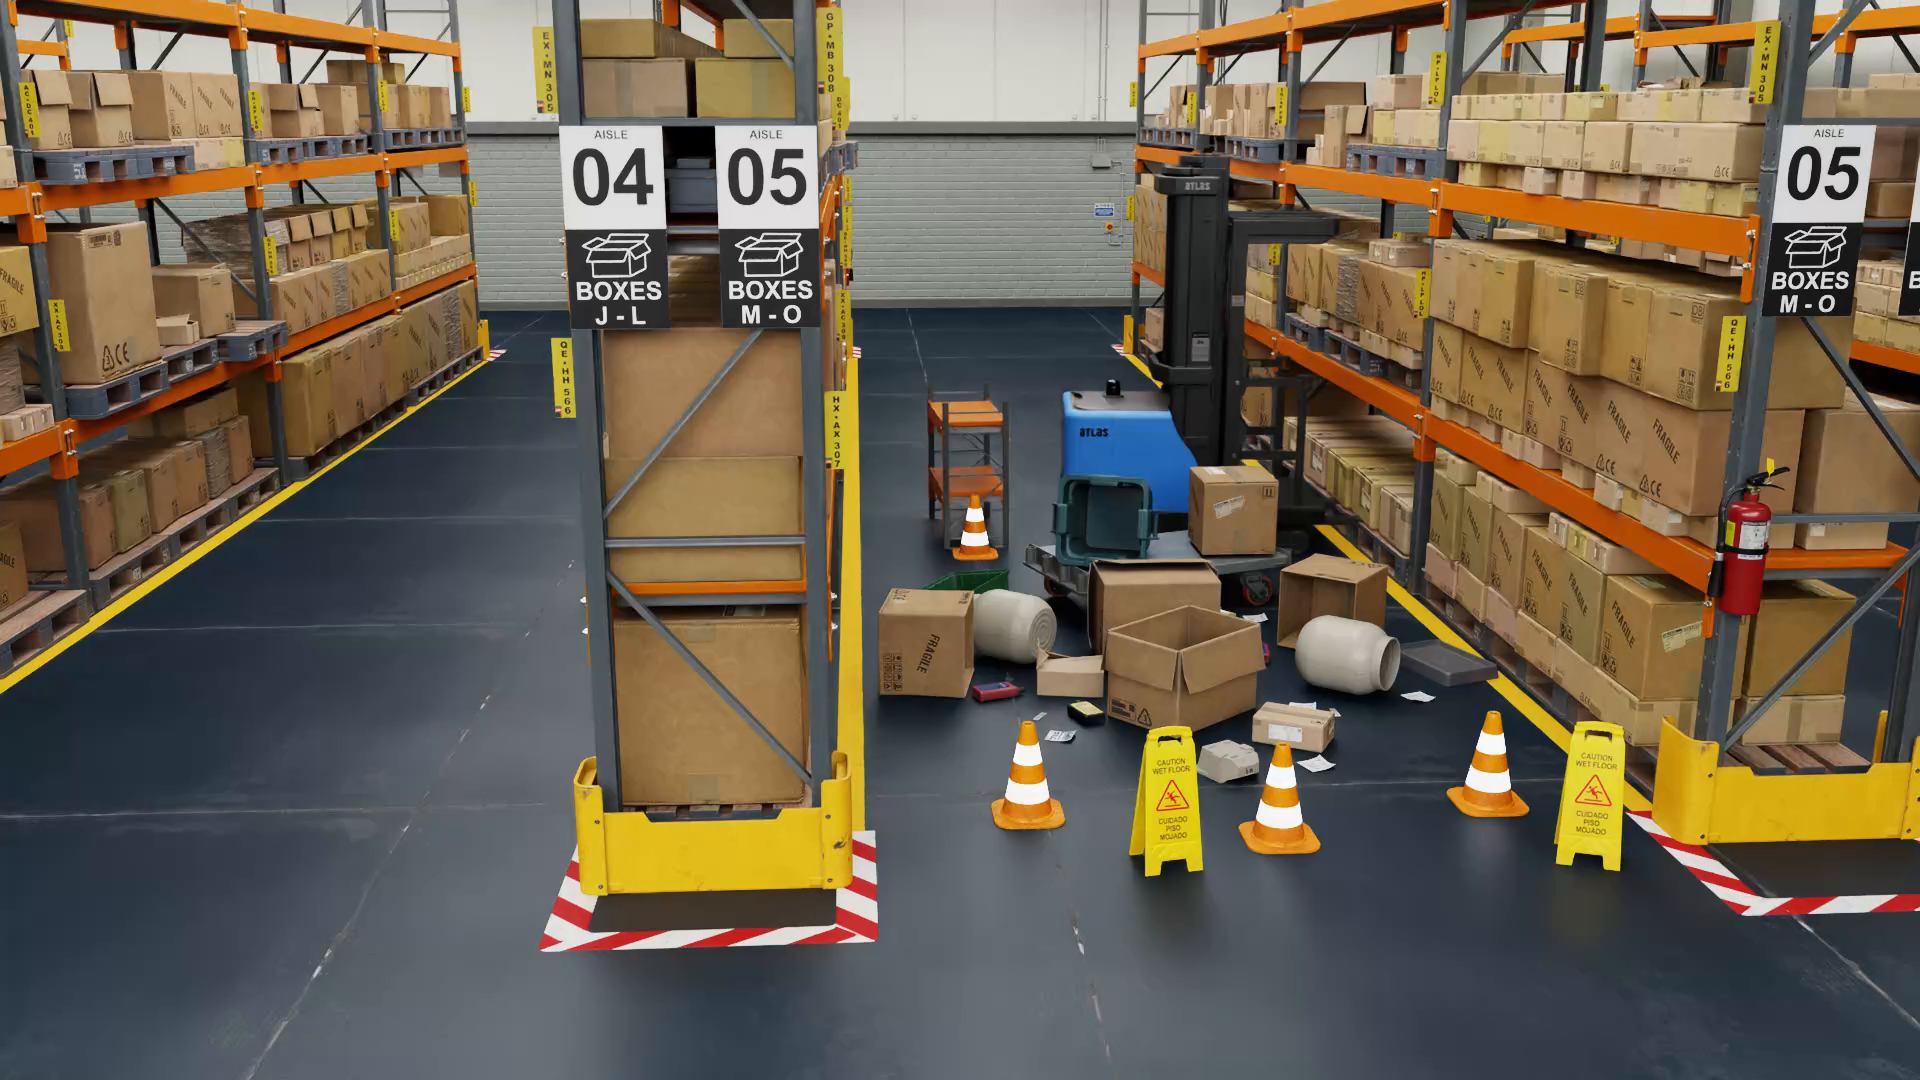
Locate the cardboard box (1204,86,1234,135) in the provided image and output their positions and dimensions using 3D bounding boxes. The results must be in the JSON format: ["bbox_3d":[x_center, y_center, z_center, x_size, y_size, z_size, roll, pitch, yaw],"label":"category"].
[{"bbox_3d":[2.895,-4.555,17.648,0.500,0.500,0.500,-1,14,-4],"label":"cardboard box"}]

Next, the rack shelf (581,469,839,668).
[{"bbox_3d":[-1.185,-0.138,8.985,1.077,0.370,4.000,-1,14,-3],"label":"rack shelf"}]

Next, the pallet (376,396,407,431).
[{"bbox_3d":[-6.638,-1.380,17.968,1.003,0.211,1.213,-1,14,-3],"label":"pallet"}]

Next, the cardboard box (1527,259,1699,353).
[{"bbox_3d":[3.573,-1.268,9.130,0.700,0.500,0.500,-1,14,-4],"label":"cardboard box"}]

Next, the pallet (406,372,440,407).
[{"bbox_3d":[-6.730,-1.761,19.449,1.003,0.211,1.213,-1,14,-3],"label":"pallet"}]

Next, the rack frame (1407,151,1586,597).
[{"bbox_3d":[3.625,-1.085,11.223,1.000,3.000,0.127,-1,14,-3],"label":"rack frame"}]

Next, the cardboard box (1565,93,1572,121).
[{"bbox_3d":[3.498,-2.333,8.960,0.380,0.149,0.250,-1,14,-2],"label":"cardboard box"}]

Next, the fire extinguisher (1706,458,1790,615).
[{"bbox_3d":[3.420,-0.017,7.228,0.296,0.674,0.183,-1,14,-3],"label":"fire extinguisher"}]

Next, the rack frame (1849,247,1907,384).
[{"bbox_3d":[8.331,-2.157,15.391,1.000,3.000,0.127,-1,14,-3],"label":"rack frame"}]

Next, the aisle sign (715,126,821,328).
[{"bbox_3d":[-0.757,-1.235,6.588,0.394,0.787,0.004,-1,14,-3],"label":"aisle sign"}]

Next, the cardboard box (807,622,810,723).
[{"bbox_3d":[-1.226,0.451,8.676,0.875,0.875,0.875,-1,14,-4],"label":"cardboard box"}]

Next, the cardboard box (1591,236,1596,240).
[{"bbox_3d":[8.218,-3.726,21.194,0.500,0.250,0.500,-1,14,-4],"label":"cardboard box"}]

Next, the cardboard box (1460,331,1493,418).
[{"bbox_3d":[3.429,-1.039,10.248,0.500,0.500,0.500,-1,14,-4],"label":"cardboard box"}]

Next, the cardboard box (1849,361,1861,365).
[{"bbox_3d":[8.620,-1.665,16.351,0.380,0.149,0.250,0,14,-2],"label":"cardboard box"}]

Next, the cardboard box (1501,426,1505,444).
[{"bbox_3d":[3.467,-0.624,9.938,0.380,0.149,0.250,-1,14,-4],"label":"cardboard box"}]

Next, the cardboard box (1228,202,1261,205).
[{"bbox_3d":[2.929,-3.367,17.886,0.500,0.500,0.500,-1,14,-4],"label":"cardboard box"}]

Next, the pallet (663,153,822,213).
[{"bbox_3d":[-1.118,-1.583,7.316,1.003,0.211,1.213,-1,14,-3],"label":"pallet"}]

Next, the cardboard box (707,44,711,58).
[{"bbox_3d":[-1.577,-2.667,9.213,0.380,0.149,0.250,-1,14,-4],"label":"cardboard box"}]

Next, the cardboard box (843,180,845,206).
[{"bbox_3d":[-1.667,-4.148,20.323,0.500,0.500,0.500,-1,14,-5],"label":"cardboard box"}]

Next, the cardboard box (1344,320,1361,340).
[{"bbox_3d":[3.264,-1.675,13.178,0.380,0.149,0.250,0,14,-2],"label":"cardboard box"}]

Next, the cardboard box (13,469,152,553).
[{"bbox_3d":[-6.293,-0.206,11.942,0.700,0.500,0.500,-1,14,-4],"label":"cardboard box"}]

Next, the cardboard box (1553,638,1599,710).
[{"bbox_3d":[3.530,0.712,8.914,0.500,0.250,0.500,-1,14,-3],"label":"cardboard box"}]

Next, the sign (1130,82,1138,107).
[{"bbox_3d":[2.327,-5.977,22.302,0.100,0.325,0.005,-1,14,-3],"label":"sign"}]

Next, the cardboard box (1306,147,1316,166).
[{"bbox_3d":[3.227,-3.330,14.432,0.380,0.149,0.250,-1,14,-3],"label":"cardboard box"}]

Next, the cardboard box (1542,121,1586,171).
[{"bbox_3d":[3.472,-2.117,8.919,0.500,0.250,0.500,-1,14,-3],"label":"cardboard box"}]

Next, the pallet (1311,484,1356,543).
[{"bbox_3d":[3.497,-0.232,13.505,1.003,0.211,1.213,-1,14,-3],"label":"pallet"}]

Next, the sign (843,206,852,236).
[{"bbox_3d":[-1.251,-3.543,18.454,0.100,0.325,0.005,-1,14,-3],"label":"sign"}]

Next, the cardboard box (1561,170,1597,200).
[{"bbox_3d":[3.432,-1.887,8.824,0.380,0.149,0.250,-1,14,-4],"label":"cardboard box"}]

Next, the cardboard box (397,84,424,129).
[{"bbox_3d":[-6.789,-5.134,19.697,0.700,0.500,0.500,0,14,-1],"label":"cardboard box"}]

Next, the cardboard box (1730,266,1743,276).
[{"bbox_3d":[7.943,-2.545,16.358,0.500,0.250,0.500,-2,15,-6],"label":"cardboard box"}]

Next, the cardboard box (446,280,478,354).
[{"bbox_3d":[-6.890,-2.933,21.826,0.875,0.875,0.875,-1,14,-3],"label":"cardboard box"}]

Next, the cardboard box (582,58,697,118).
[{"bbox_3d":[-1.370,-1.882,6.962,0.500,0.250,0.500,-1,14,-3],"label":"cardboard box"}]

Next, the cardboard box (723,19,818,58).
[{"bbox_3d":[-0.764,-2.045,6.797,0.380,0.149,0.250,-1,14,-3],"label":"cardboard box"}]

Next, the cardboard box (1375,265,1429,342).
[{"bbox_3d":[3.336,-1.715,12.033,0.500,0.500,0.500,-1,14,-3],"label":"cardboard box"}]

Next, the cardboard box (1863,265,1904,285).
[{"bbox_3d":[8.116,-2.306,14.467,0.380,0.149,0.250,0,14,-2],"label":"cardboard box"}]

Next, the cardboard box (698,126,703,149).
[{"bbox_3d":[-1.531,-2.092,8.579,0.380,0.149,0.250,-1,14,-3],"label":"cardboard box"}]

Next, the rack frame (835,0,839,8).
[{"bbox_3d":[-1.805,-5.878,17.814,1.000,3.000,0.127,-1,14,-3],"label":"rack frame"}]

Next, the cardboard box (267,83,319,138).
[{"bbox_3d":[-6.661,-4.141,16.029,0.797,0.503,0.637,-1,14,-4],"label":"cardboard box"}]

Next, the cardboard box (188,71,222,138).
[{"bbox_3d":[-6.192,-3.428,13.105,0.500,0.500,0.500,-1,14,-4],"label":"cardboard box"}]

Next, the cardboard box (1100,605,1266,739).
[{"bbox_3d":[1.237,0.721,9.214,0.797,0.503,0.637,-13,20,-42],"label":"cardboard box"}]

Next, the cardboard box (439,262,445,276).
[{"bbox_3d":[-6.564,-3.331,20.457,0.380,0.149,0.250,-1,14,-2],"label":"cardboard box"}]

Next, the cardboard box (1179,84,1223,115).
[{"bbox_3d":[3.014,-5.164,19.806,0.797,0.503,0.637,0,14,1],"label":"cardboard box"}]

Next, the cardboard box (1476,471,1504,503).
[{"bbox_3d":[3.374,-0.323,10.132,0.380,0.149,0.250,0,14,-1],"label":"cardboard box"}]

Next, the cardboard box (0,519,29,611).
[{"bbox_3d":[-6.281,0.175,10.499,0.500,0.500,0.500,-1,14,-5],"label":"cardboard box"}]

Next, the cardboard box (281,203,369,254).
[{"bbox_3d":[-6.714,-3.297,17.607,0.797,0.503,0.637,-1,14,-5],"label":"cardboard box"}]

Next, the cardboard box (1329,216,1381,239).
[{"bbox_3d":[3.591,-2.739,15.444,0.500,0.500,0.500,-1,14,-5],"label":"cardboard box"}]

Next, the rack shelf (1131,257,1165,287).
[{"bbox_3d":[3.006,-3.224,20.979,1.077,0.370,4.000,-1,14,-3],"label":"rack shelf"}]

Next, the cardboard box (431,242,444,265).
[{"bbox_3d":[-6.615,-3.489,20.271,0.500,0.250,0.500,-1,14,-3],"label":"cardboard box"}]

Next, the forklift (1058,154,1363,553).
[{"bbox_3d":[2.303,-1.453,12.793,3.031,2.935,1.130,0,14,2],"label":"forklift"}]

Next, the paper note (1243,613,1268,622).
[{"bbox_3d":[1.955,0.511,10.979,0.148,0.019,0.142,-1,14,-3],"label":"paper note"}]

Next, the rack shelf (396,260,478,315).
[{"bbox_3d":[-6.885,-3.071,20.384,1.077,0.370,4.000,-1,14,-3],"label":"rack shelf"}]

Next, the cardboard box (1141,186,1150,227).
[{"bbox_3d":[2.666,-4.350,21.705,0.500,0.500,0.500,-1,14,-5],"label":"cardboard box"}]

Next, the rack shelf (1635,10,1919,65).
[{"bbox_3d":[8.207,-5.018,16.716,1.077,0.370,4.000,-1,14,-3],"label":"rack shelf"}]

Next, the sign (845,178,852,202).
[{"bbox_3d":[-1.497,-4.685,22.258,0.100,0.325,0.005,-1,14,-3],"label":"sign"}]

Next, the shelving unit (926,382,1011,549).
[{"bbox_3d":[0.057,-0.606,13.092,0.538,1.125,1.048,-2,14,-7],"label":"shelving unit"}]

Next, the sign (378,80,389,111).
[{"bbox_3d":[-6.220,-4.788,17.926,0.100,0.325,0.005,-1,14,-3],"label":"sign"}]

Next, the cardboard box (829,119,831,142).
[{"bbox_3d":[-0.918,-2.290,9.348,0.380,0.149,0.250,-1,14,-3],"label":"cardboard box"}]
